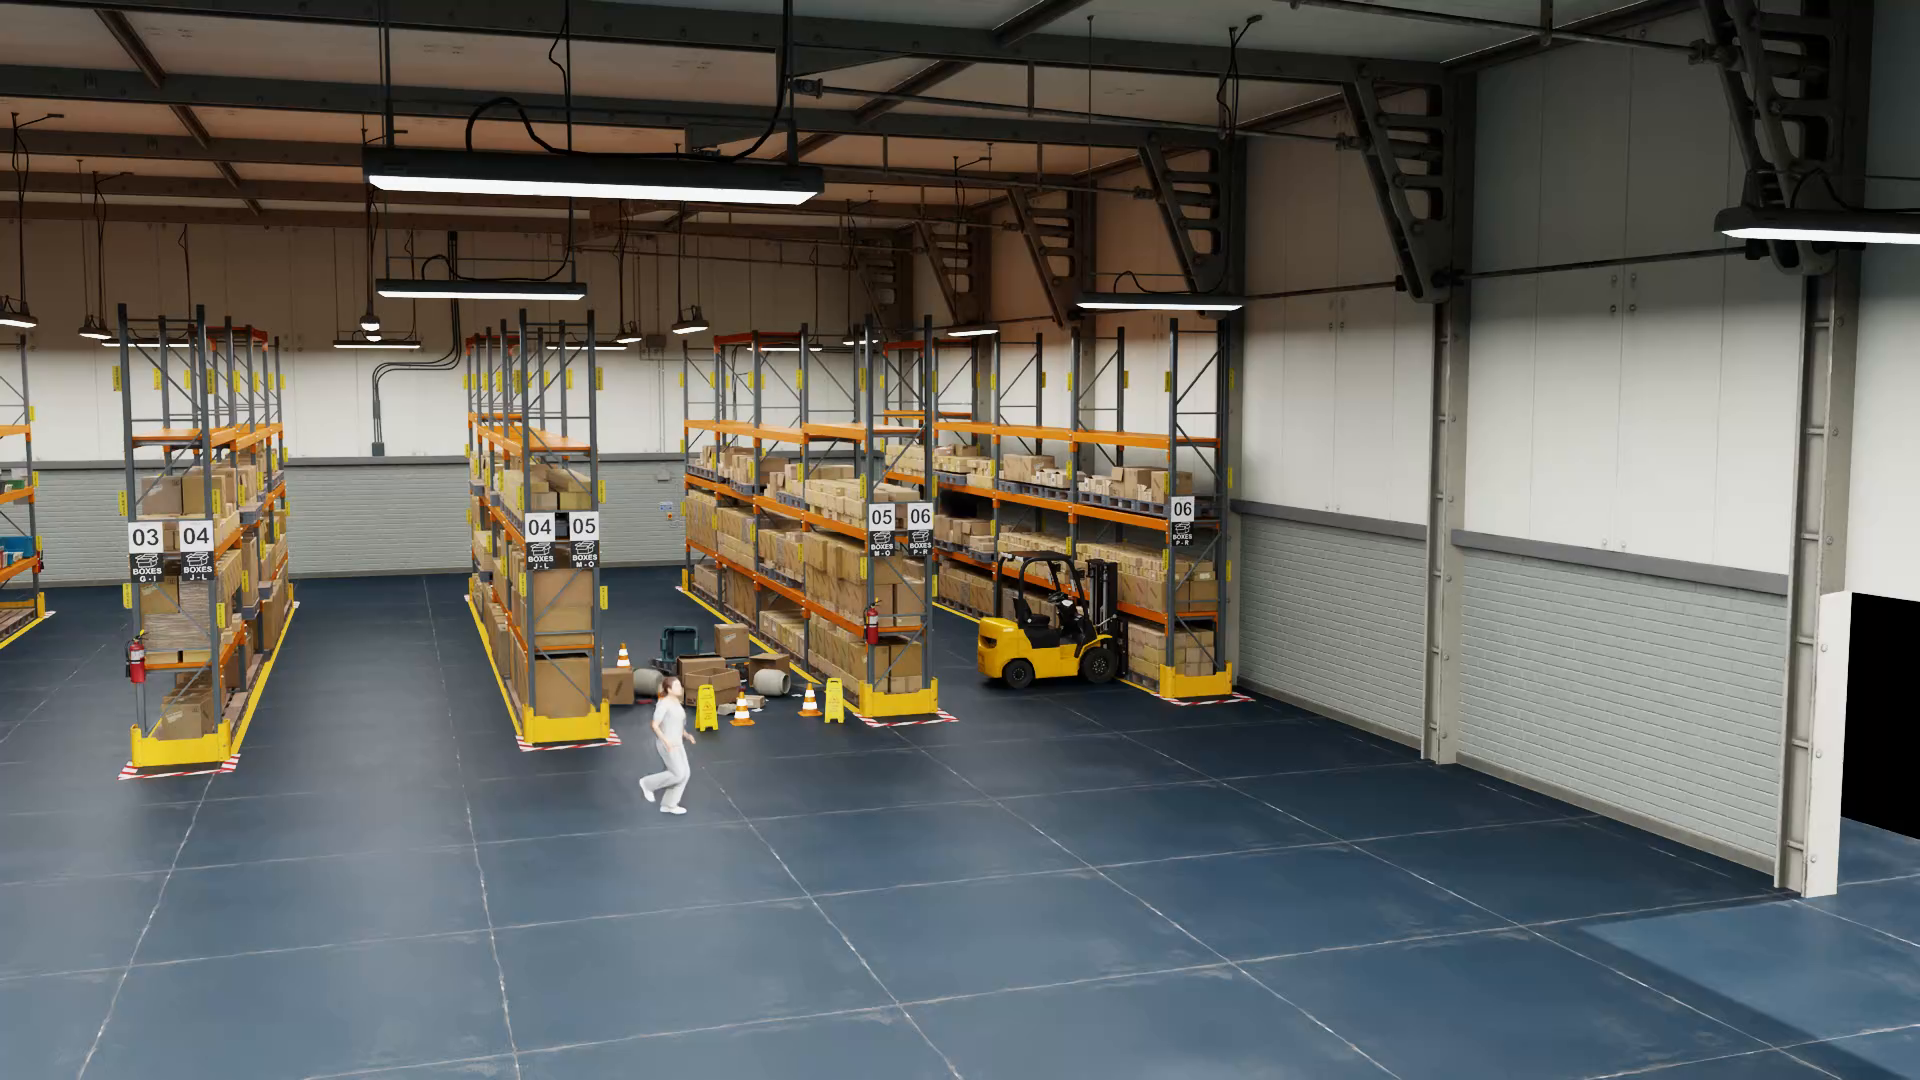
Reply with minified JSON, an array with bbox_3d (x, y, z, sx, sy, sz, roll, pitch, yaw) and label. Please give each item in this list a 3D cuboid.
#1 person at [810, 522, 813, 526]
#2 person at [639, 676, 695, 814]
[{"bbox_3d":[-3.282,0.369,36.418,0.704,1.834,0.973,-2,6,-18],"label":"person"},{"bbox_3d":[-3.408,2.374,19.324,0.603,1.617,0.549,2,6,16],"label":"person"}]
